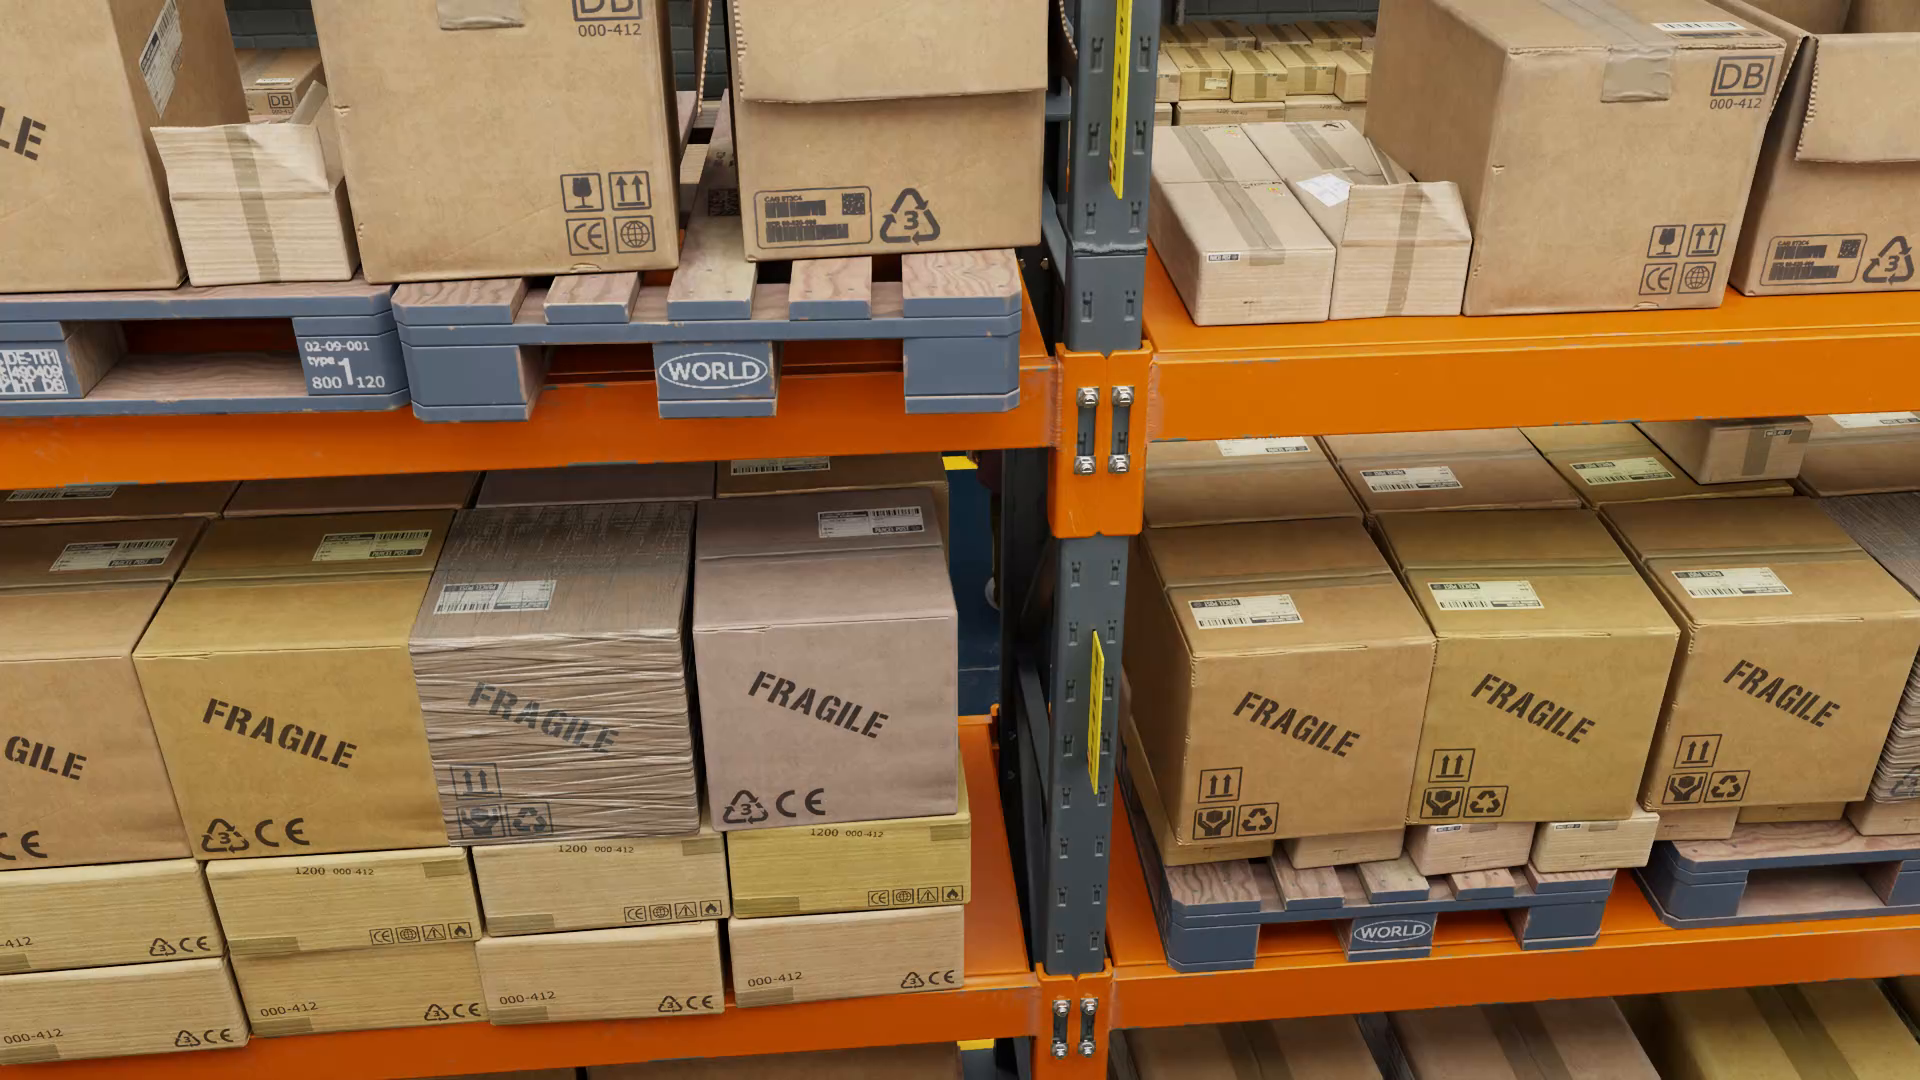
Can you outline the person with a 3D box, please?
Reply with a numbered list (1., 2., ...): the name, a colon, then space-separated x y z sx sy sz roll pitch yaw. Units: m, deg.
1. person: 0.321 -0.449 6.905 0.631 1.773 0.427 -4 31 -6
